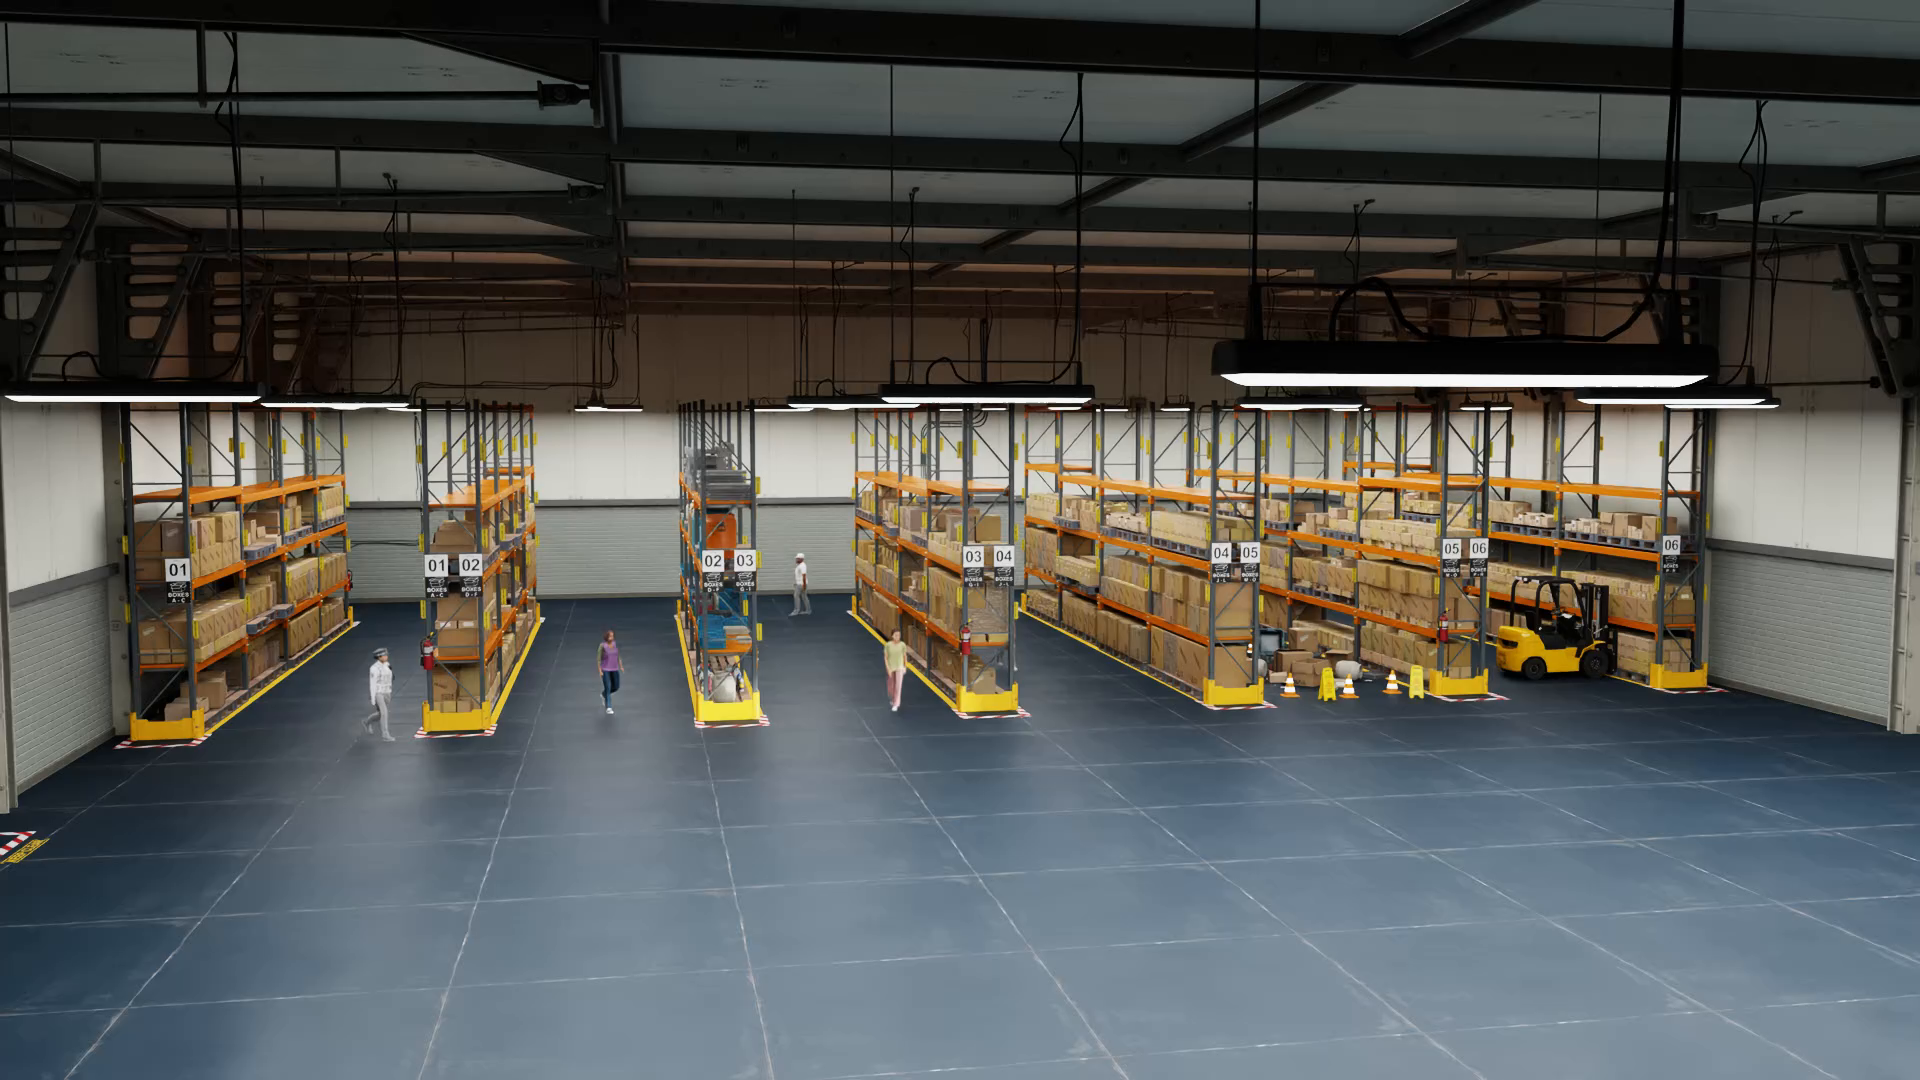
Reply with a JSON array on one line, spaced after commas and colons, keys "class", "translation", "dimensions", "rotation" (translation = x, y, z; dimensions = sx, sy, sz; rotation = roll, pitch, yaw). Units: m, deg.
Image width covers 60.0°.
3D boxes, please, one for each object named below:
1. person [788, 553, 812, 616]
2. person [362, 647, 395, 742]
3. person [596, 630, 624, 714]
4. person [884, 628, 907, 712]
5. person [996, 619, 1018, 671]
[{"class": "person", "translation": [-4.570, 1.265, 47.458], "dimensions": [0.673, 1.775, 0.618], "rotation": [0, 4, -1]}, {"class": "person", "translation": [-10.229, 2.685, 29.226], "dimensions": [0.868, 1.637, 0.488], "rotation": [2, 5, 25]}, {"class": "person", "translation": [-6.749, 2.509, 31.994], "dimensions": [0.543, 1.583, 0.674], "rotation": [-3, 5, -36]}, {"class": "person", "translation": [-1.261, 2.490, 32.141], "dimensions": [0.438, 1.586, 1.123], "rotation": [0, 4, 2]}, {"class": "person", "translation": [1.042, 2.096, 37.244], "dimensions": [0.501, 1.610, 1.082], "rotation": [-1, 4, -14]}]
